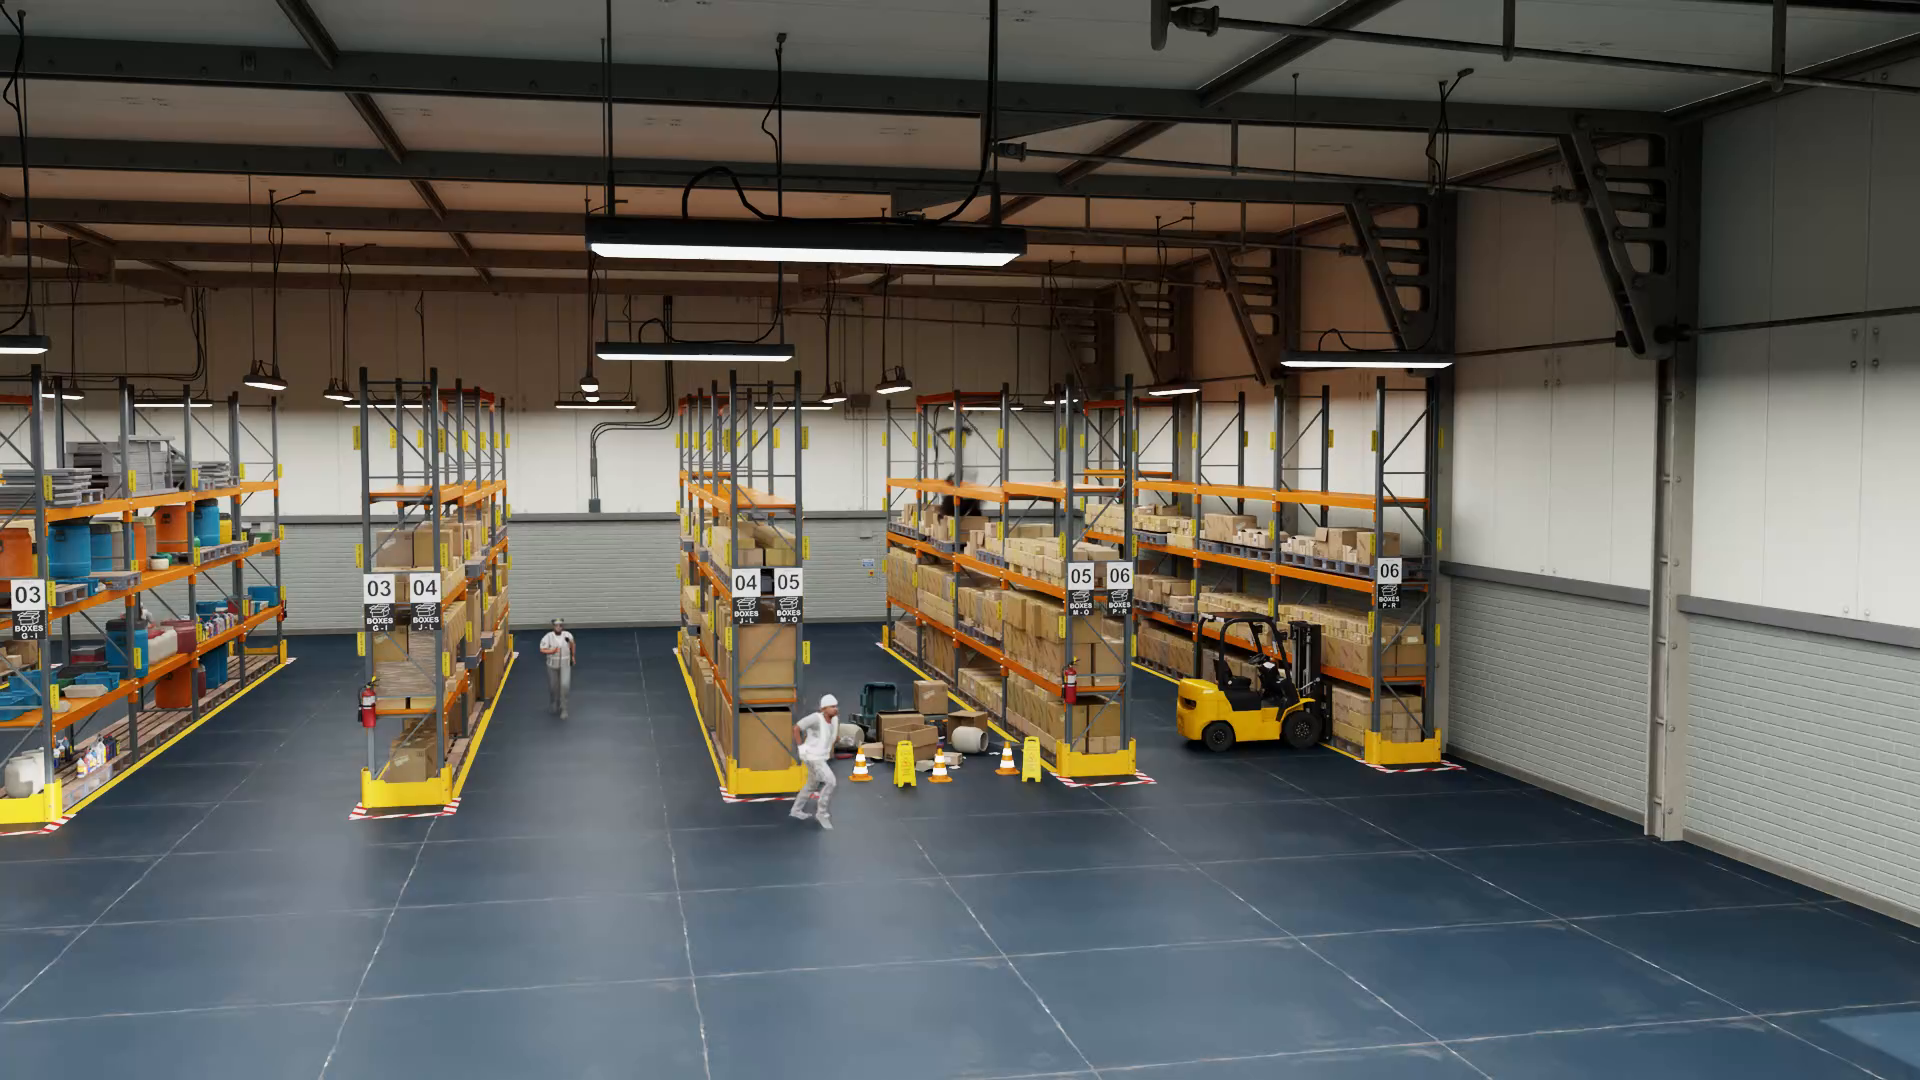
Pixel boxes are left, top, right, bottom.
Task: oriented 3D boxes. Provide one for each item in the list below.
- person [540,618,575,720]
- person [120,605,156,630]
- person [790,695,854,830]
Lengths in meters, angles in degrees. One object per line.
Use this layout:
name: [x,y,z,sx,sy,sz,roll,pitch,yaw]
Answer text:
person: [-7.314,2.302,30.253,0.641,1.816,0.915,-1,4,-19]
person: [-17.366,2.090,35.187,0.696,1.731,1.051,-1,4,-16]
person: [-1.862,2.869,21.587,0.914,1.756,0.718,2,4,27]
